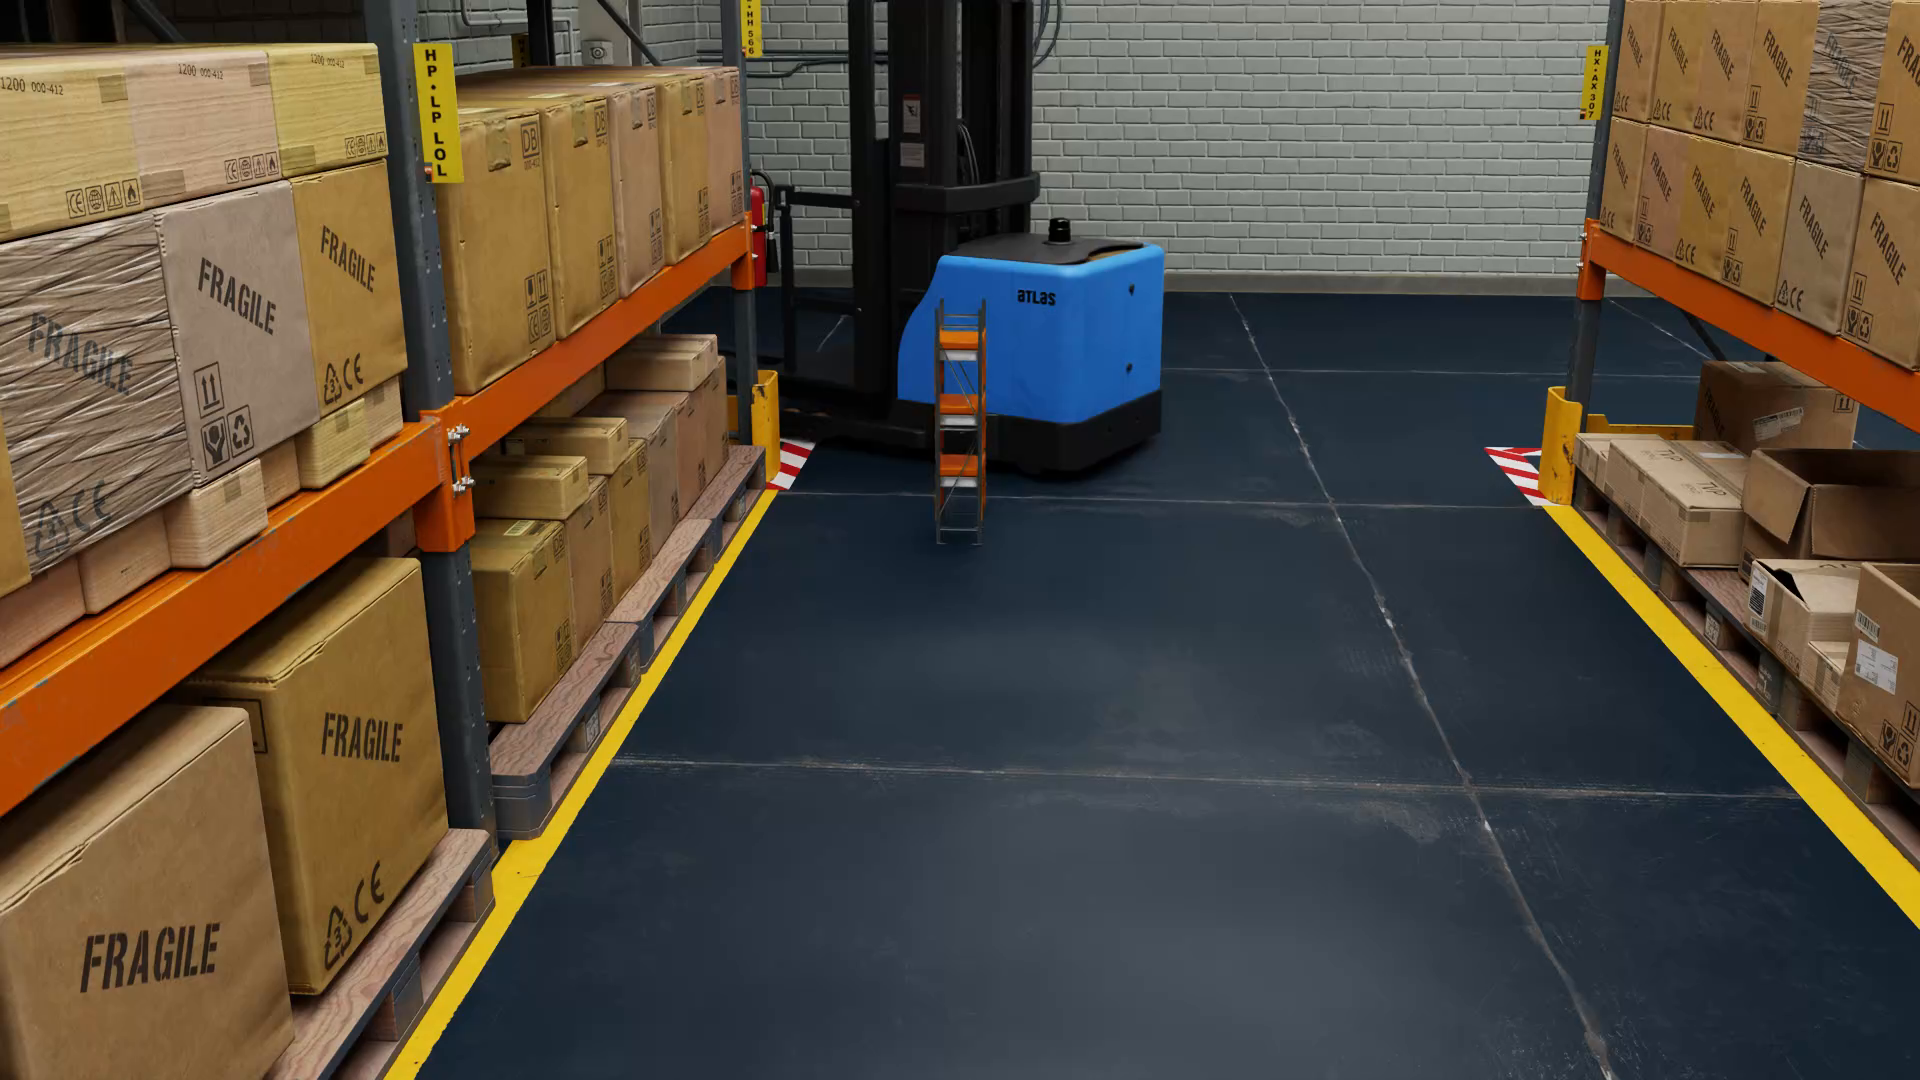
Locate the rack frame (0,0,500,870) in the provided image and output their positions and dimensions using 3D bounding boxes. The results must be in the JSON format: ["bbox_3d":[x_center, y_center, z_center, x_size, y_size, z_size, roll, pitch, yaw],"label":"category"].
[{"bbox_3d":[-1.801,-0.523,4.201,1.000,3.000,0.127,1,18,4],"label":"rack frame"}]

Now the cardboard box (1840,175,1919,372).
[{"bbox_3d":[2.956,-0.782,4.831,0.500,0.500,0.500,2,18,5],"label":"cardboard box"}]

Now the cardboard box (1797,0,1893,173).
[{"bbox_3d":[2.989,-1.414,5.156,0.500,0.500,0.500,1,18,4],"label":"cardboard box"}]

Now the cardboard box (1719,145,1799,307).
[{"bbox_3d":[3.024,-1.100,5.801,0.500,0.500,0.500,2,18,5],"label":"cardboard box"}]

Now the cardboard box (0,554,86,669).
[{"bbox_3d":[-1.677,0.092,2.696,0.380,0.149,0.250,1,18,2],"label":"cardboard box"}]

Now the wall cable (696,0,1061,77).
[{"bbox_3d":[-0.752,-4.889,12.878,3.097,2.526,0.112,1,18,4],"label":"wall cable"}]

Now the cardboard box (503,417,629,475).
[{"bbox_3d":[-1.401,-0.337,5.932,0.380,0.149,0.250,1,18,2],"label":"cardboard box"}]

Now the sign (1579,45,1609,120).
[{"bbox_3d":[2.886,-2.079,7.560,0.100,0.325,0.005,1,18,4],"label":"sign"}]

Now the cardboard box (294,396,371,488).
[{"bbox_3d":[-1.537,-0.222,3.656,0.380,0.149,0.250,2,18,5],"label":"cardboard box"}]

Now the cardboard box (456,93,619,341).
[{"bbox_3d":[-1.688,-1.060,5.358,0.980,0.700,0.700,1,18,3],"label":"cardboard box"}]

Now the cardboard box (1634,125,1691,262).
[{"bbox_3d":[3.101,-1.411,6.750,0.500,0.500,0.500,1,18,3],"label":"cardboard box"}]

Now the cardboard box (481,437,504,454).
[{"bbox_3d":[-1.799,-0.277,5.751,0.380,0.149,0.250,1,18,2],"label":"cardboard box"}]

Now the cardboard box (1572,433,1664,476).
[{"bbox_3d":[3.054,-0.387,7.660,0.380,0.149,0.250,1,18,4],"label":"cardboard box"}]

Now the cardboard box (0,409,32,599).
[{"bbox_3d":[-1.684,-0.102,2.247,0.500,0.500,0.500,2,18,5],"label":"cardboard box"}]

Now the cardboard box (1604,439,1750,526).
[{"bbox_3d":[3.069,-0.240,7.048,0.500,0.250,0.500,1,18,4],"label":"cardboard box"}]

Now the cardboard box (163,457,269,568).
[{"bbox_3d":[-1.561,-0.060,3.159,0.380,0.149,0.250,1,18,4],"label":"cardboard box"}]

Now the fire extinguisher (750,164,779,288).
[{"bbox_3d":[-1.043,-1.587,8.174,0.296,0.674,0.183,1,18,4],"label":"fire extinguisher"}]

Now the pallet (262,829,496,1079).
[{"bbox_3d":[-1.781,1.044,3.898,1.003,0.211,1.213,1,18,4],"label":"pallet"}]

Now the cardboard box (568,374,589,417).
[{"bbox_3d":[-1.726,-0.594,6.718,0.380,0.149,0.250,2,18,5],"label":"cardboard box"}]

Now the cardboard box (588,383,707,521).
[{"bbox_3d":[-1.500,-0.402,7.171,0.700,0.500,0.500,1,18,4],"label":"cardboard box"}]

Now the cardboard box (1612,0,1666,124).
[{"bbox_3d":[3.132,-2.046,7.084,0.500,0.500,0.500,2,18,6],"label":"cardboard box"}]

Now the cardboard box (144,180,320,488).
[{"bbox_3d":[-1.609,-0.413,3.197,0.500,0.500,0.500,1,18,4],"label":"cardboard box"}]

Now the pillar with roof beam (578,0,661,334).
[{"bbox_3d":[2.111,-5.378,9.383,9.100,9.000,0.400,1,18,4],"label":"pillar with roof beam"}]

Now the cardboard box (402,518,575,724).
[{"bbox_3d":[-1.645,0.236,5.226,0.700,0.500,0.500,2,18,5],"label":"cardboard box"}]

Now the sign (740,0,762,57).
[{"bbox_3d":[-0.974,-2.411,7.725,0.100,0.325,0.005,1,18,4],"label":"sign"}]

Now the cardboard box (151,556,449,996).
[{"bbox_3d":[-1.718,0.504,3.845,0.750,0.750,0.750,1,18,5],"label":"cardboard box"}]

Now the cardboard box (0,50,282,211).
[{"bbox_3d":[-1.625,-0.768,3.075,0.500,0.250,0.500,2,18,5],"label":"cardboard box"}]

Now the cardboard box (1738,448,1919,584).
[{"bbox_3d":[3.270,-0.020,5.968,0.797,0.503,0.637,1,18,4],"label":"cardboard box"}]

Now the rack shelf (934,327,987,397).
[{"bbox_3d":[0.004,-0.775,7.225,0.215,0.259,0.240,1,18,4],"label":"rack shelf"}]

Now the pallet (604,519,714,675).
[{"bbox_3d":[-1.583,0.188,6.510,1.003,0.211,1.213,1,18,4],"label":"pallet"}]

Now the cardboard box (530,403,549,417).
[{"bbox_3d":[-1.763,-0.436,6.235,0.380,0.149,0.250,1,18,3],"label":"cardboard box"}]

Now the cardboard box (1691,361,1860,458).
[{"bbox_3d":[3.634,-0.502,7.447,0.500,0.500,0.500,1,18,4],"label":"cardboard box"}]

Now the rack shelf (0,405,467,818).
[{"bbox_3d":[-1.944,0.440,2.417,1.077,0.370,4.000,1,18,4],"label":"rack shelf"}]

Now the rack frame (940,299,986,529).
[{"bbox_3d":[0.013,-0.553,7.426,0.200,1.050,0.008,1,18,4],"label":"rack frame"}]

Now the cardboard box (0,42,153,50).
[{"bbox_3d":[-2.094,-0.940,3.601,0.500,0.250,0.500,2,18,6],"label":"cardboard box"}]

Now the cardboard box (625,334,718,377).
[{"bbox_3d":[-1.292,-0.821,7.410,0.380,0.149,0.250,1,18,3],"label":"cardboard box"}]

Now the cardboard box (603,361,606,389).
[{"bbox_3d":[-1.690,-0.751,7.196,0.380,0.149,0.250,1,18,4],"label":"cardboard box"}]

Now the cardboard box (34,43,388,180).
[{"bbox_3d":[-1.579,-0.927,3.559,0.500,0.250,0.500,2,18,5],"label":"cardboard box"}]

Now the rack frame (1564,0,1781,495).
[{"bbox_3d":[3.427,-1.655,7.658,1.000,3.000,0.127,1,18,4],"label":"rack frame"}]

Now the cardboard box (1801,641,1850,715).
[{"bbox_3d":[2.865,0.431,5.161,0.380,0.149,0.250,1,18,4],"label":"cardboard box"}]

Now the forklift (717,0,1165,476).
[{"bbox_3d":[-0.429,-2.045,8.956,3.031,2.935,1.130,11,21,31],"label":"forklift"}]

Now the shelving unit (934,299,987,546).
[{"bbox_3d":[0.004,-0.516,7.310,0.215,1.050,0.252,1,18,4],"label":"shelving unit"}]

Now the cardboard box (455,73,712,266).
[{"bbox_3d":[-1.582,-1.523,6.771,0.980,0.700,0.700,1,18,3],"label":"cardboard box"}]

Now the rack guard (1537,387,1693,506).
[{"bbox_3d":[3.422,-0.444,7.975,1.175,0.500,0.348,1,18,4],"label":"rack guard"}]

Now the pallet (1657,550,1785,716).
[{"bbox_3d":[3.276,0.319,6.111,1.003,0.211,1.213,1,18,4],"label":"pallet"}]

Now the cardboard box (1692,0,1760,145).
[{"bbox_3d":[3.062,-1.728,6.114,0.500,0.500,0.500,2,18,5],"label":"cardboard box"}]

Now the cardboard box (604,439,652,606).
[{"bbox_3d":[-1.567,-0.080,6.189,0.700,0.500,0.500,2,18,5],"label":"cardboard box"}]

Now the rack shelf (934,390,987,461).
[{"bbox_3d":[0.004,-0.505,7.314,0.215,0.259,0.240,1,18,4],"label":"rack shelf"}]
